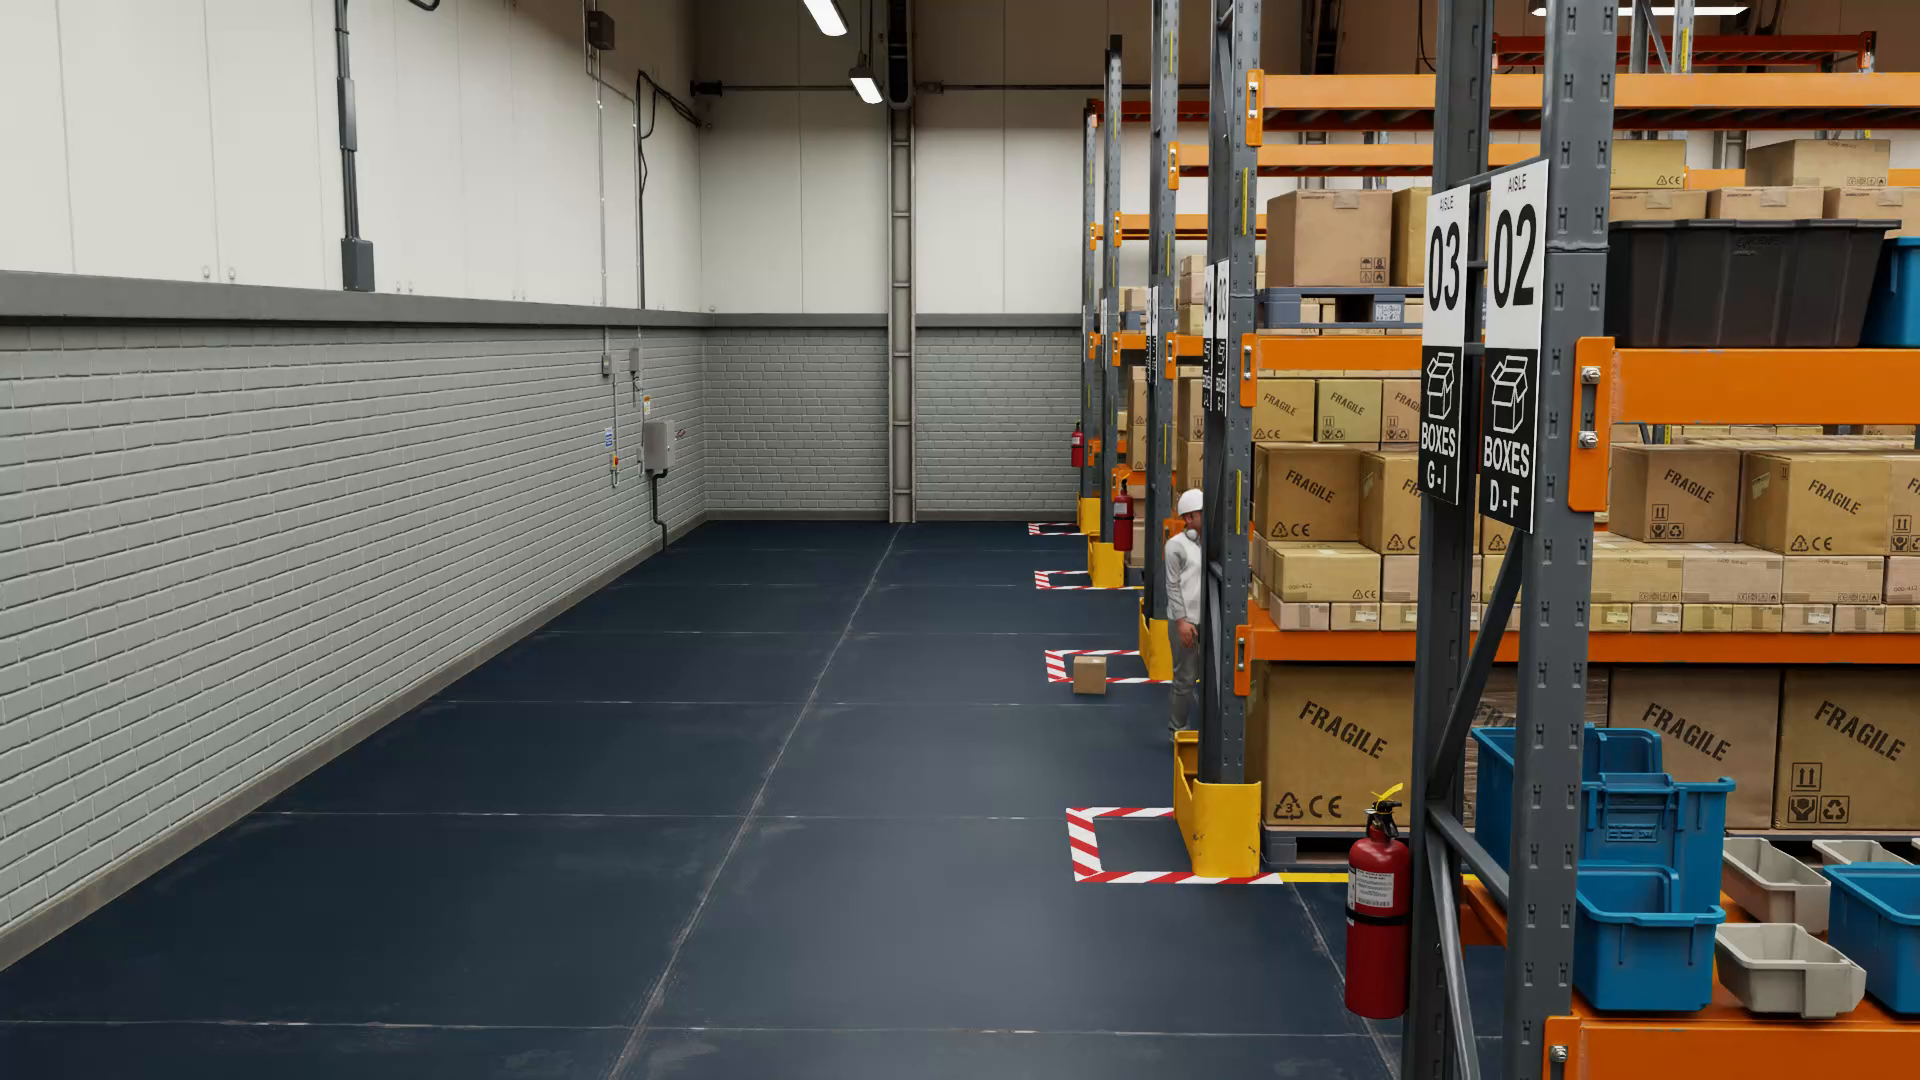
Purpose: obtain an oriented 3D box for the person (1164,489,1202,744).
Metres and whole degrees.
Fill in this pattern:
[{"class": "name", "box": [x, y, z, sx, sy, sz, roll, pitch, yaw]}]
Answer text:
[{"class": "person", "box": [1.623, 0.583, 11.134, 0.538, 1.837, 0.577, -4, 8, -26]}]
